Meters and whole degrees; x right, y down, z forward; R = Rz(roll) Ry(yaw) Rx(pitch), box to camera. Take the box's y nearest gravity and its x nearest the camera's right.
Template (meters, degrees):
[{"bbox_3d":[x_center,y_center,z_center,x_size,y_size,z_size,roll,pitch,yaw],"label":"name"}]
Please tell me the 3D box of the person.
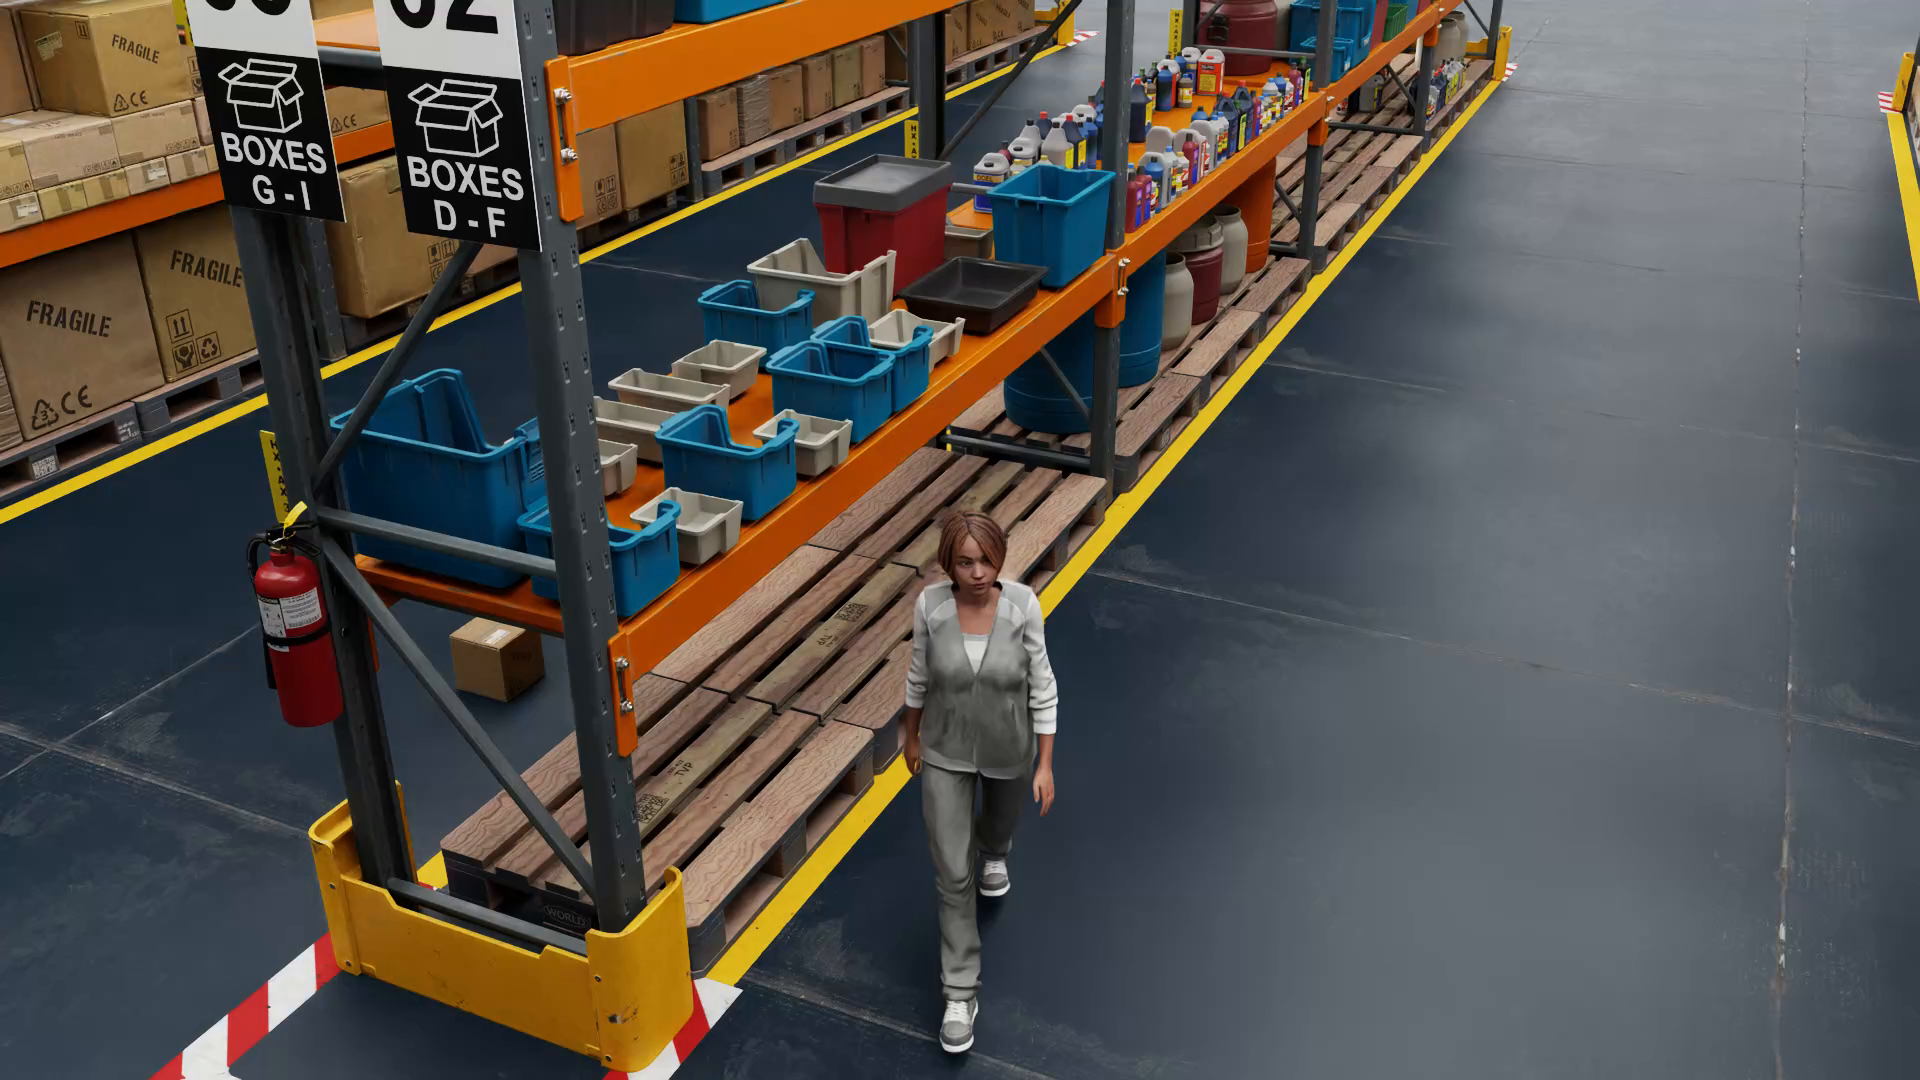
[{"bbox_3d":[0.059,0.614,4.886,0.445,1.548,0.931,-1,27,-2],"label":"person"}]
